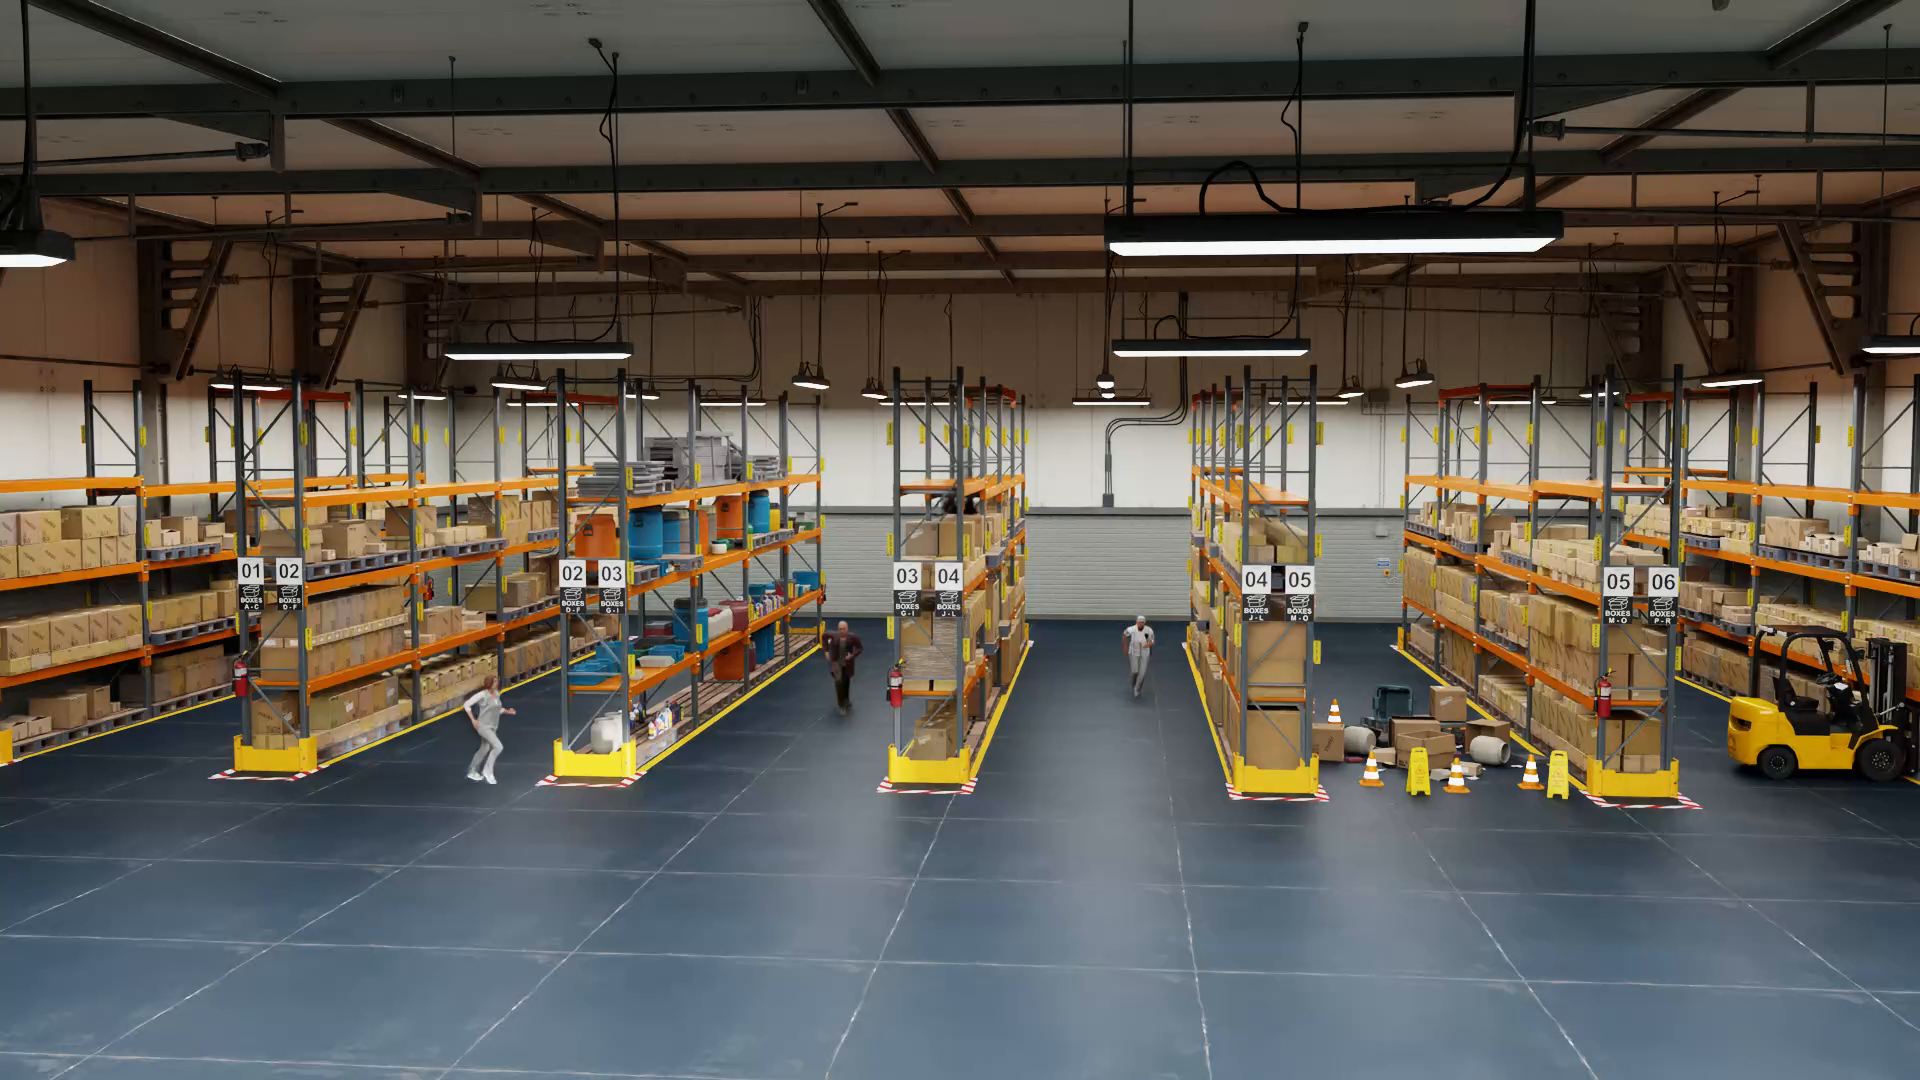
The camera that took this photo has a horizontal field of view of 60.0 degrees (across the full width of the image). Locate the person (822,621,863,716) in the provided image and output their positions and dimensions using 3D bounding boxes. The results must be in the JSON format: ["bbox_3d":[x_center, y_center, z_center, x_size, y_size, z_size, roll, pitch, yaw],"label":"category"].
[{"bbox_3d":[-2.138,2.305,30.268,0.752,1.744,1.044,0,4,-2],"label":"person"}]

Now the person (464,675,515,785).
[{"bbox_3d":[-6.786,2.725,23.875,0.798,1.587,0.569,1,4,18],"label":"person"}]

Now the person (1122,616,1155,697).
[{"bbox_3d":[3.441,2.236,31.949,0.592,1.591,0.664,0,4,-3],"label":"person"}]
